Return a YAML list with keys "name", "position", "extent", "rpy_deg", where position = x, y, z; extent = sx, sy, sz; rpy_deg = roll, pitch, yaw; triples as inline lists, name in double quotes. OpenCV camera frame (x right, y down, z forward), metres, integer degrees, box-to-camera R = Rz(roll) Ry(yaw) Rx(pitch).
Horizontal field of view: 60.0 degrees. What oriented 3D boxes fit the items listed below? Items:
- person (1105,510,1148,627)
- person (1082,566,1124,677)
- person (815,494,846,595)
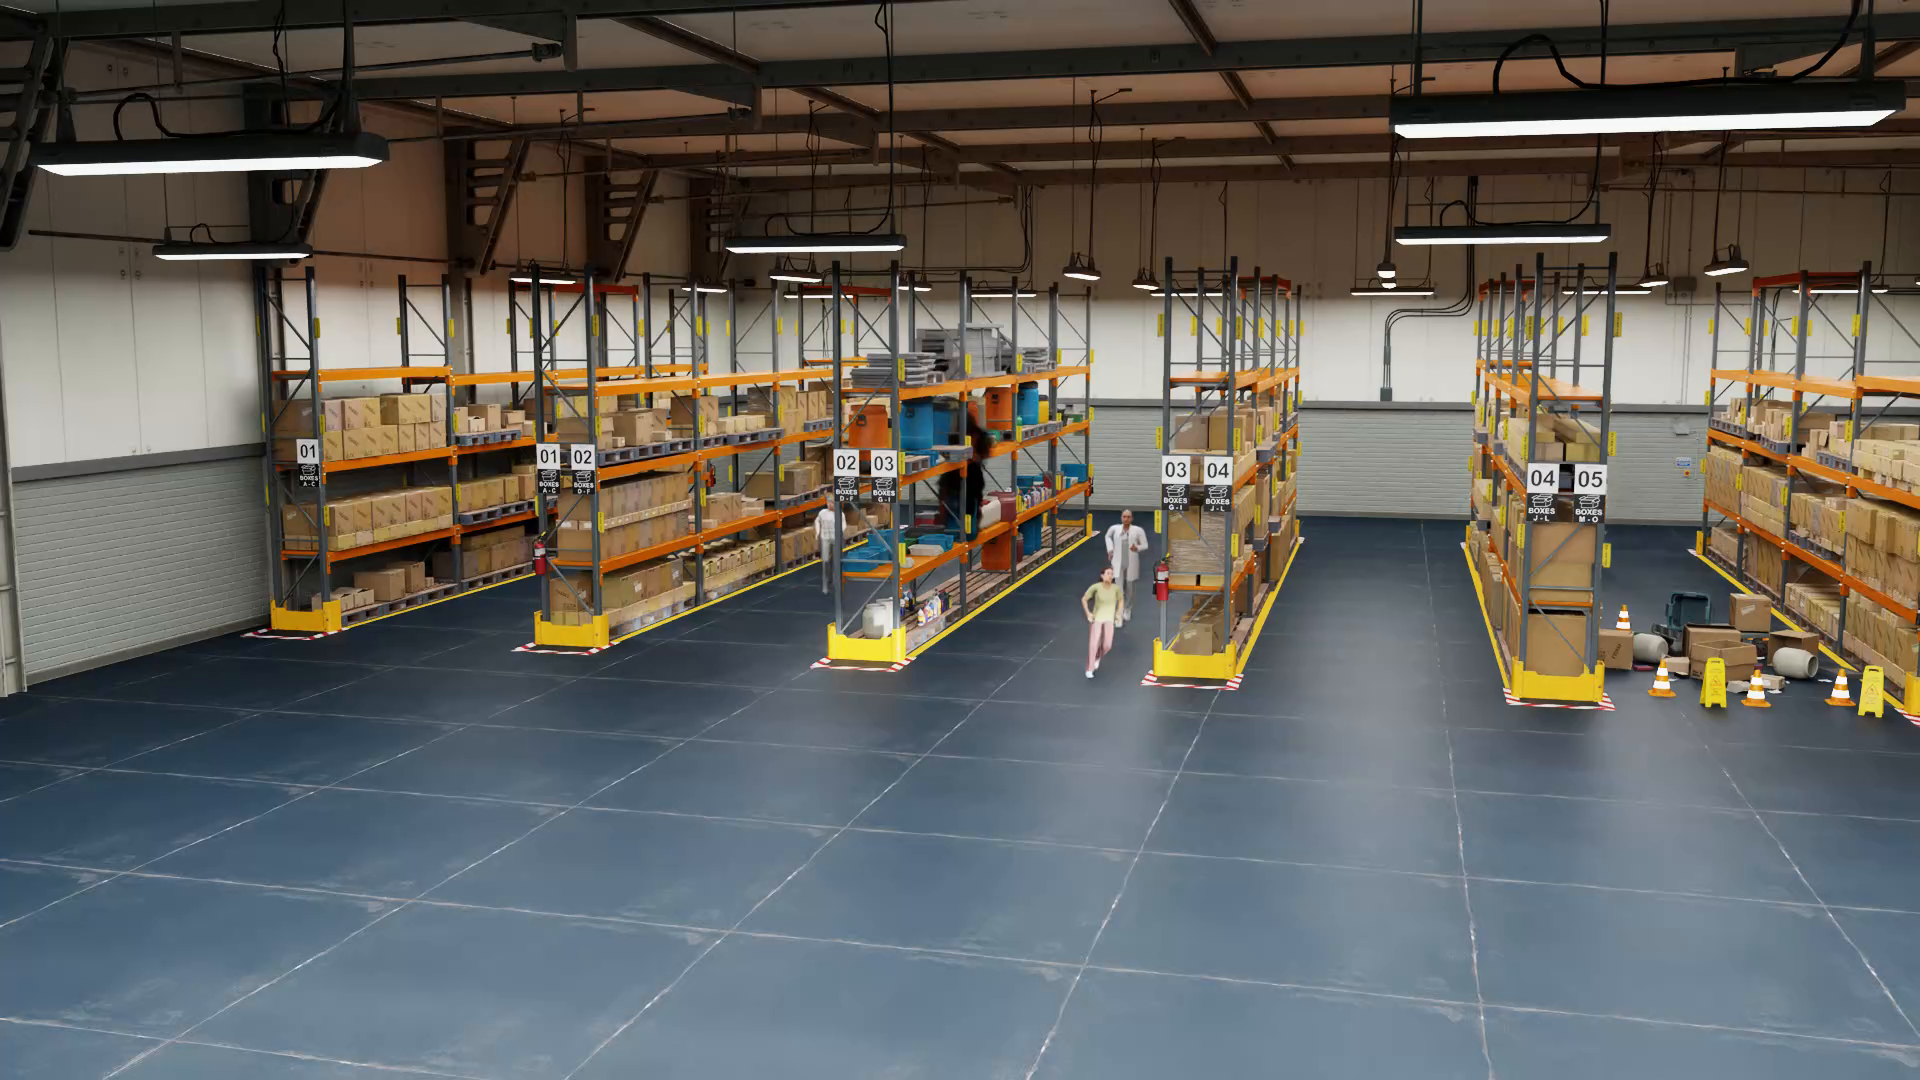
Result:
- name: "person"
  position: [2.667, 0.427, 26.733]
  extent: [0.698, 1.828, 0.934]
  rpy_deg: [1, 7, 8]
- name: "person"
  position: [2.075, 1.296, 24.023]
  extent: [0.631, 1.370, 0.527]
  rpy_deg: [-1, 7, -4]
- name: "person"
  position: [-2.353, 0.061, 30.249]
  extent: [0.580, 1.798, 0.720]
  rpy_deg: [0, 7, -1]
